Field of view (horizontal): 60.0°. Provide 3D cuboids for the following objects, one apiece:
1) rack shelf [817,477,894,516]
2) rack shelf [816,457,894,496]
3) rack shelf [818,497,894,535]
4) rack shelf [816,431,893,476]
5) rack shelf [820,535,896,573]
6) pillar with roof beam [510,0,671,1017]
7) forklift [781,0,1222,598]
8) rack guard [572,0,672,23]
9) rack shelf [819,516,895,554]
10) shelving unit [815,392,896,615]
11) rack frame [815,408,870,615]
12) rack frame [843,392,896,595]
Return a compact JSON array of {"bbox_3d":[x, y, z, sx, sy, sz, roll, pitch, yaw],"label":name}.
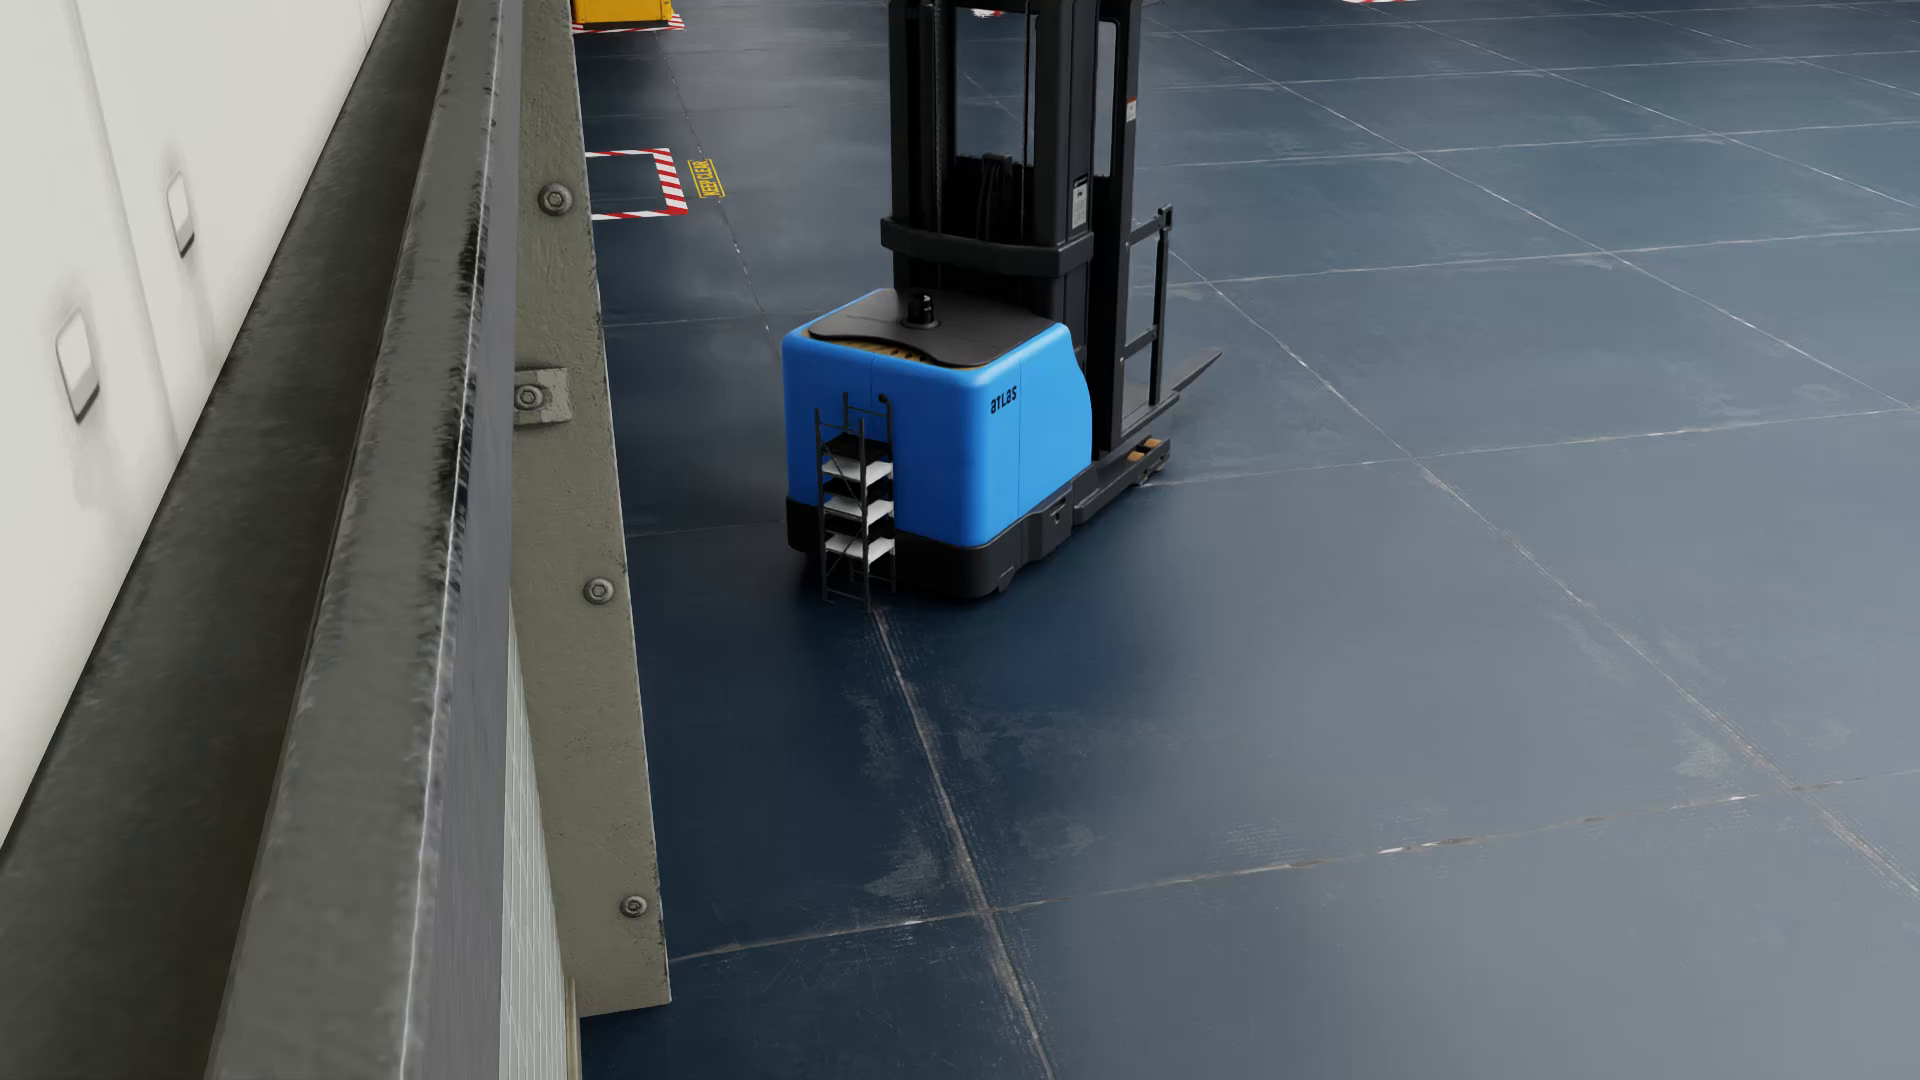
[{"bbox_3d":[-0.439,-0.202,7.024,0.258,0.077,0.200,15,30,28],"label":"rack shelf"},{"bbox_3d":[-0.440,-0.282,6.983,0.258,0.077,0.200,15,30,28],"label":"rack shelf"},{"bbox_3d":[-0.439,-0.121,7.064,0.258,0.077,0.200,15,30,28],"label":"rack shelf"},{"bbox_3d":[-0.440,-0.363,6.943,0.258,0.077,0.200,15,30,28],"label":"rack shelf"},{"bbox_3d":[-0.439,0.040,7.145,0.258,0.077,0.200,15,30,28],"label":"rack shelf"},{"bbox_3d":[3.132,-3.135,3.975,9.100,9.000,0.400,-6,27,-12],"label":"pillar with roof beam"},{"bbox_3d":[0.411,-1.682,7.829,1.130,2.935,3.031,15,31,28],"label":"forklift"},{"bbox_3d":[-4.135,-6.620,20.311,1.175,0.500,0.348,-6,27,-12],"label":"rack guard"},{"bbox_3d":[-0.439,-0.041,7.104,0.258,0.077,0.200,15,30,28],"label":"rack shelf"},{"bbox_3d":[-0.439,-0.151,7.049,0.258,0.900,0.210,15,30,28],"label":"shelving unit"},{"bbox_3d":[-0.492,-0.112,6.972,0.240,0.900,0.006,15,30,28],"label":"rack frame"},{"bbox_3d":[-0.386,-0.190,7.127,0.240,0.900,0.006,15,30,28],"label":"rack frame"}]
